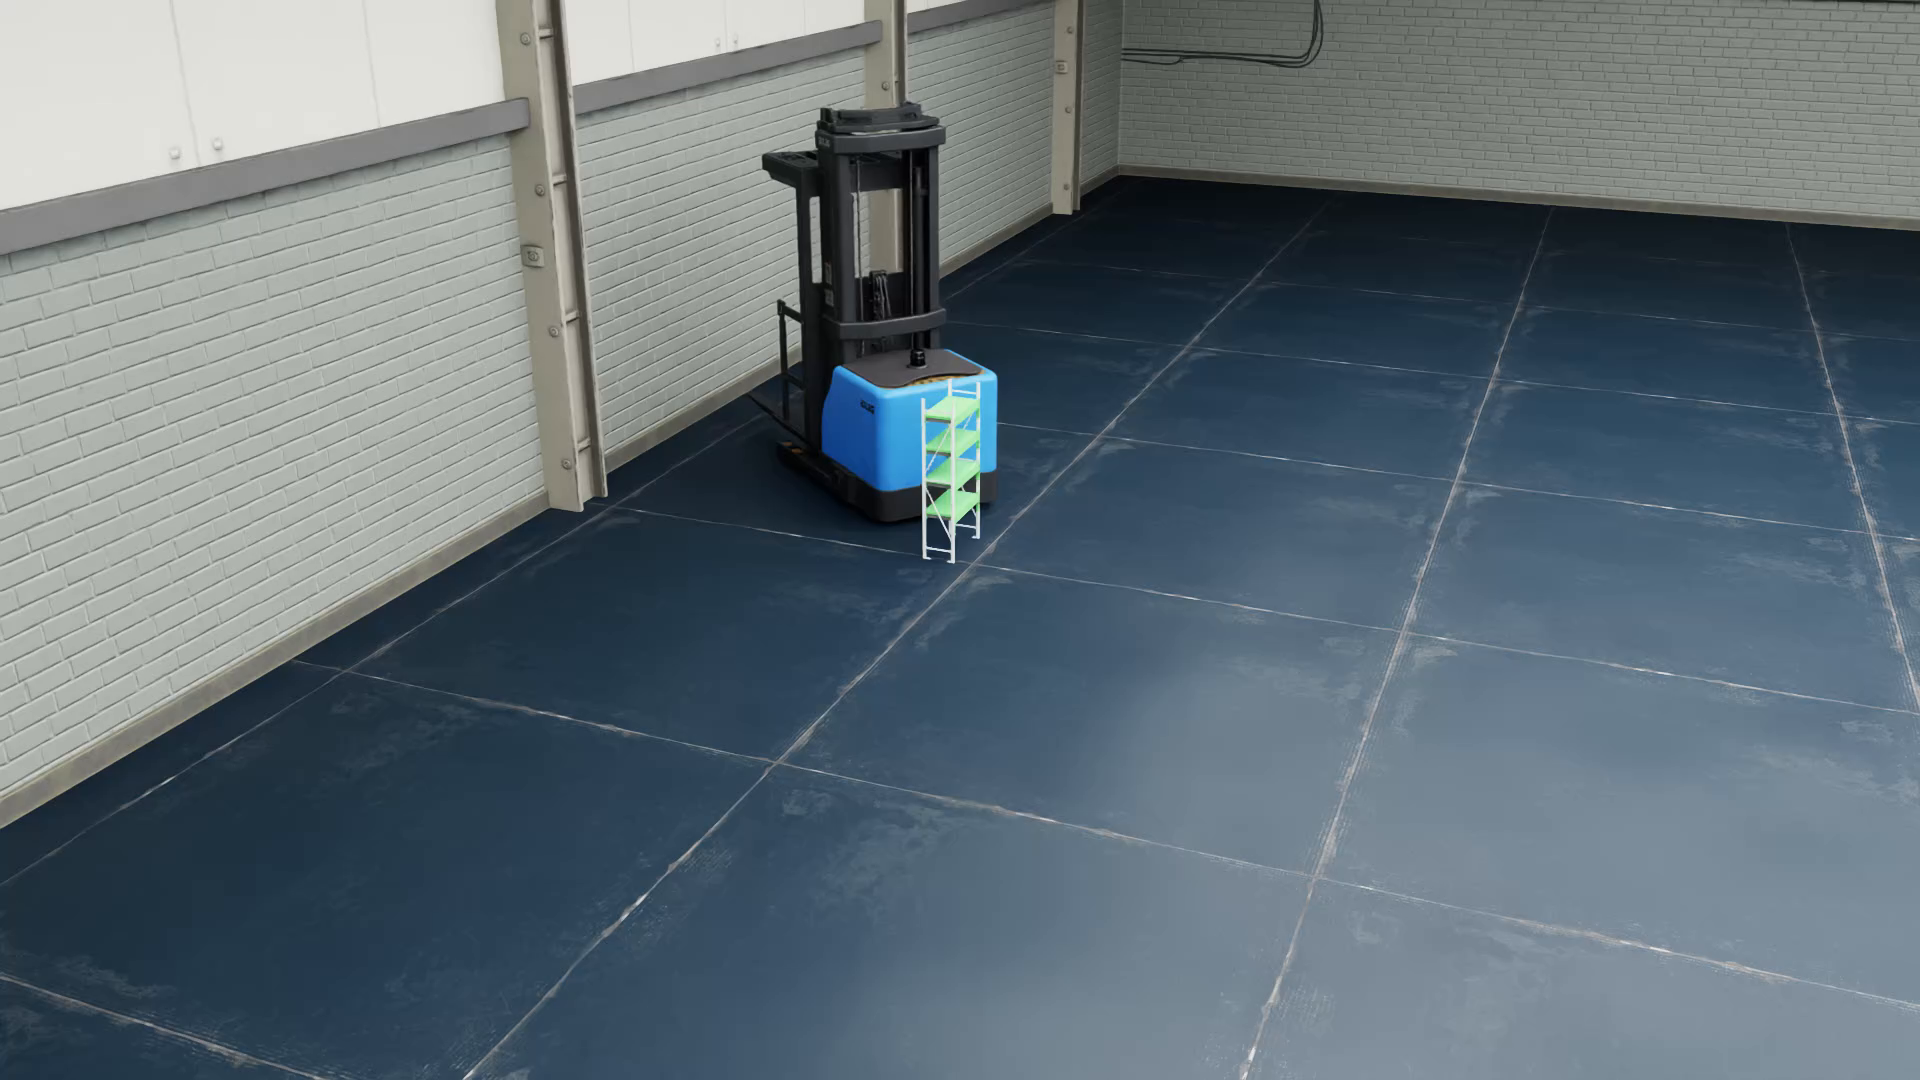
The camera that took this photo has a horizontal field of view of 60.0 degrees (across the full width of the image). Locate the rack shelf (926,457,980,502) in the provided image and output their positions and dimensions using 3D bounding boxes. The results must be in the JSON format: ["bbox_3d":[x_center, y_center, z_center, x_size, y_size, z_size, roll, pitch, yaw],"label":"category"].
[{"bbox_3d":[-0.061,-0.435,11.902,0.258,0.148,0.480,9,24,20],"label":"rack shelf"}]

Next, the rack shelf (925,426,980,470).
[{"bbox_3d":[-0.061,-0.657,11.809,0.258,0.148,0.480,9,24,20],"label":"rack shelf"}]

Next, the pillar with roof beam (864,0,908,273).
[{"bbox_3d":[3.240,-5.989,14.912,9.100,9.000,0.400,9,24,20],"label":"pillar with roof beam"}]

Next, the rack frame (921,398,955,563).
[{"bbox_3d":[-0.152,-0.407,11.668,0.240,1.200,0.015,9,24,20],"label":"rack frame"}]

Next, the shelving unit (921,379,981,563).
[{"bbox_3d":[-0.061,-0.494,11.877,0.258,1.200,0.503,9,24,20],"label":"shelving unit"}]

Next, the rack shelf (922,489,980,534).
[{"bbox_3d":[-0.061,-0.214,11.994,0.258,0.148,0.480,9,24,20],"label":"rack shelf"}]

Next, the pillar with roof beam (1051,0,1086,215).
[{"bbox_3d":[5.468,-8.136,20.052,9.100,9.000,0.400,9,24,20],"label":"pillar with roof beam"}]

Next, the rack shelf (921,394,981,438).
[{"bbox_3d":[-0.061,-0.878,11.717,0.258,0.148,0.480,9,24,20],"label":"rack shelf"}]

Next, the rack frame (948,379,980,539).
[{"bbox_3d":[0.029,-0.582,12.086,0.240,1.200,0.015,9,24,20],"label":"rack frame"}]

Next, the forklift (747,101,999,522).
[{"bbox_3d":[-0.866,-2.014,13.269,1.130,2.935,3.031,-12,26,-27],"label":"forklift"}]

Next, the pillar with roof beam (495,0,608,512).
[{"bbox_3d":[1.011,-3.842,9.772,9.100,9.000,0.400,9,24,20],"label":"pillar with roof beam"}]

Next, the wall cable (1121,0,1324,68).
[{"bbox_3d":[3.793,-8.184,24.197,3.097,2.526,0.112,9,24,20],"label":"wall cable"}]
